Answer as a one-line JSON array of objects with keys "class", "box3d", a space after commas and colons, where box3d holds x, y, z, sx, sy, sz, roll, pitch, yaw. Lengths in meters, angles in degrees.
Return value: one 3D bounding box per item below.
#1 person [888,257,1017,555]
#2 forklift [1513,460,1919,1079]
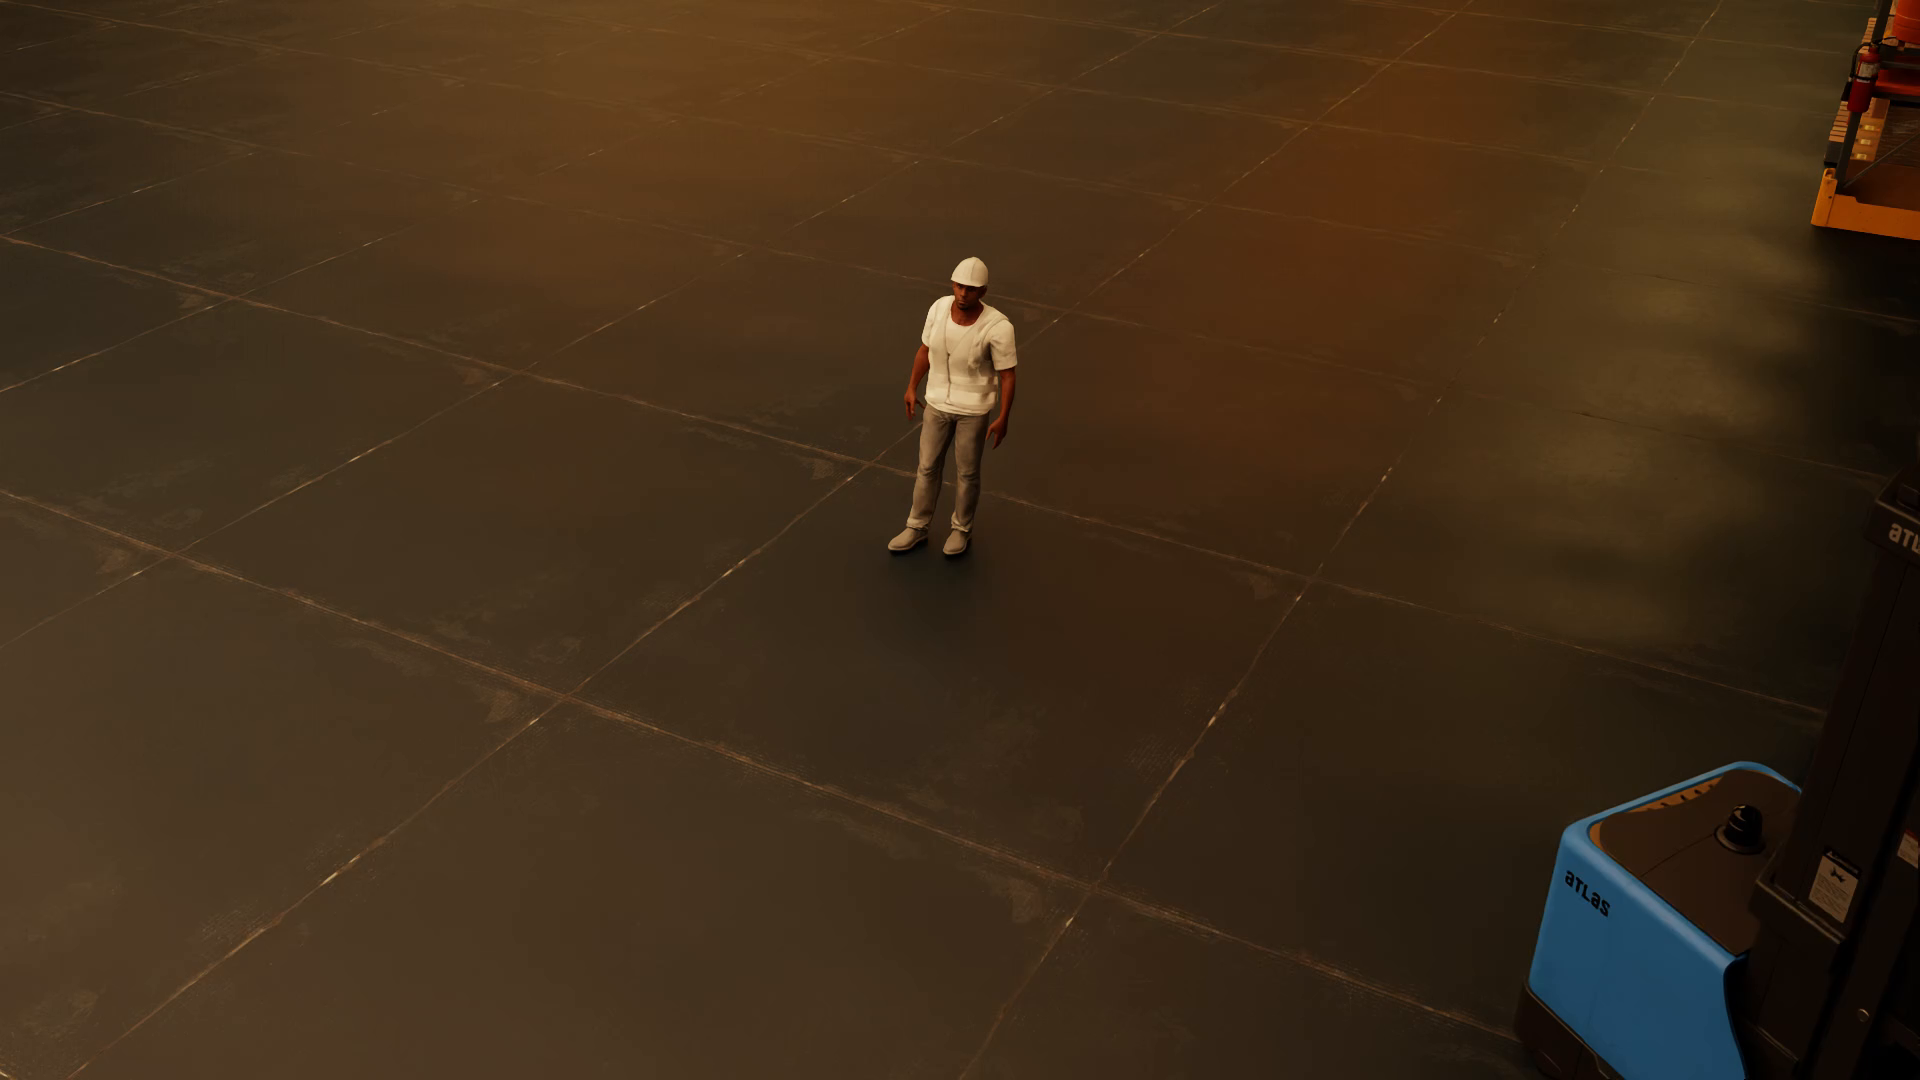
[{"class": "person", "box3d": [-0.039, -0.740, 9.509, 0.665, 1.759, 0.577, 15, 33, 25]}, {"class": "forklift", "box3d": [3.275, 1.259, 4.890, 1.130, 2.935, 3.031, -14, 33, -22]}]
